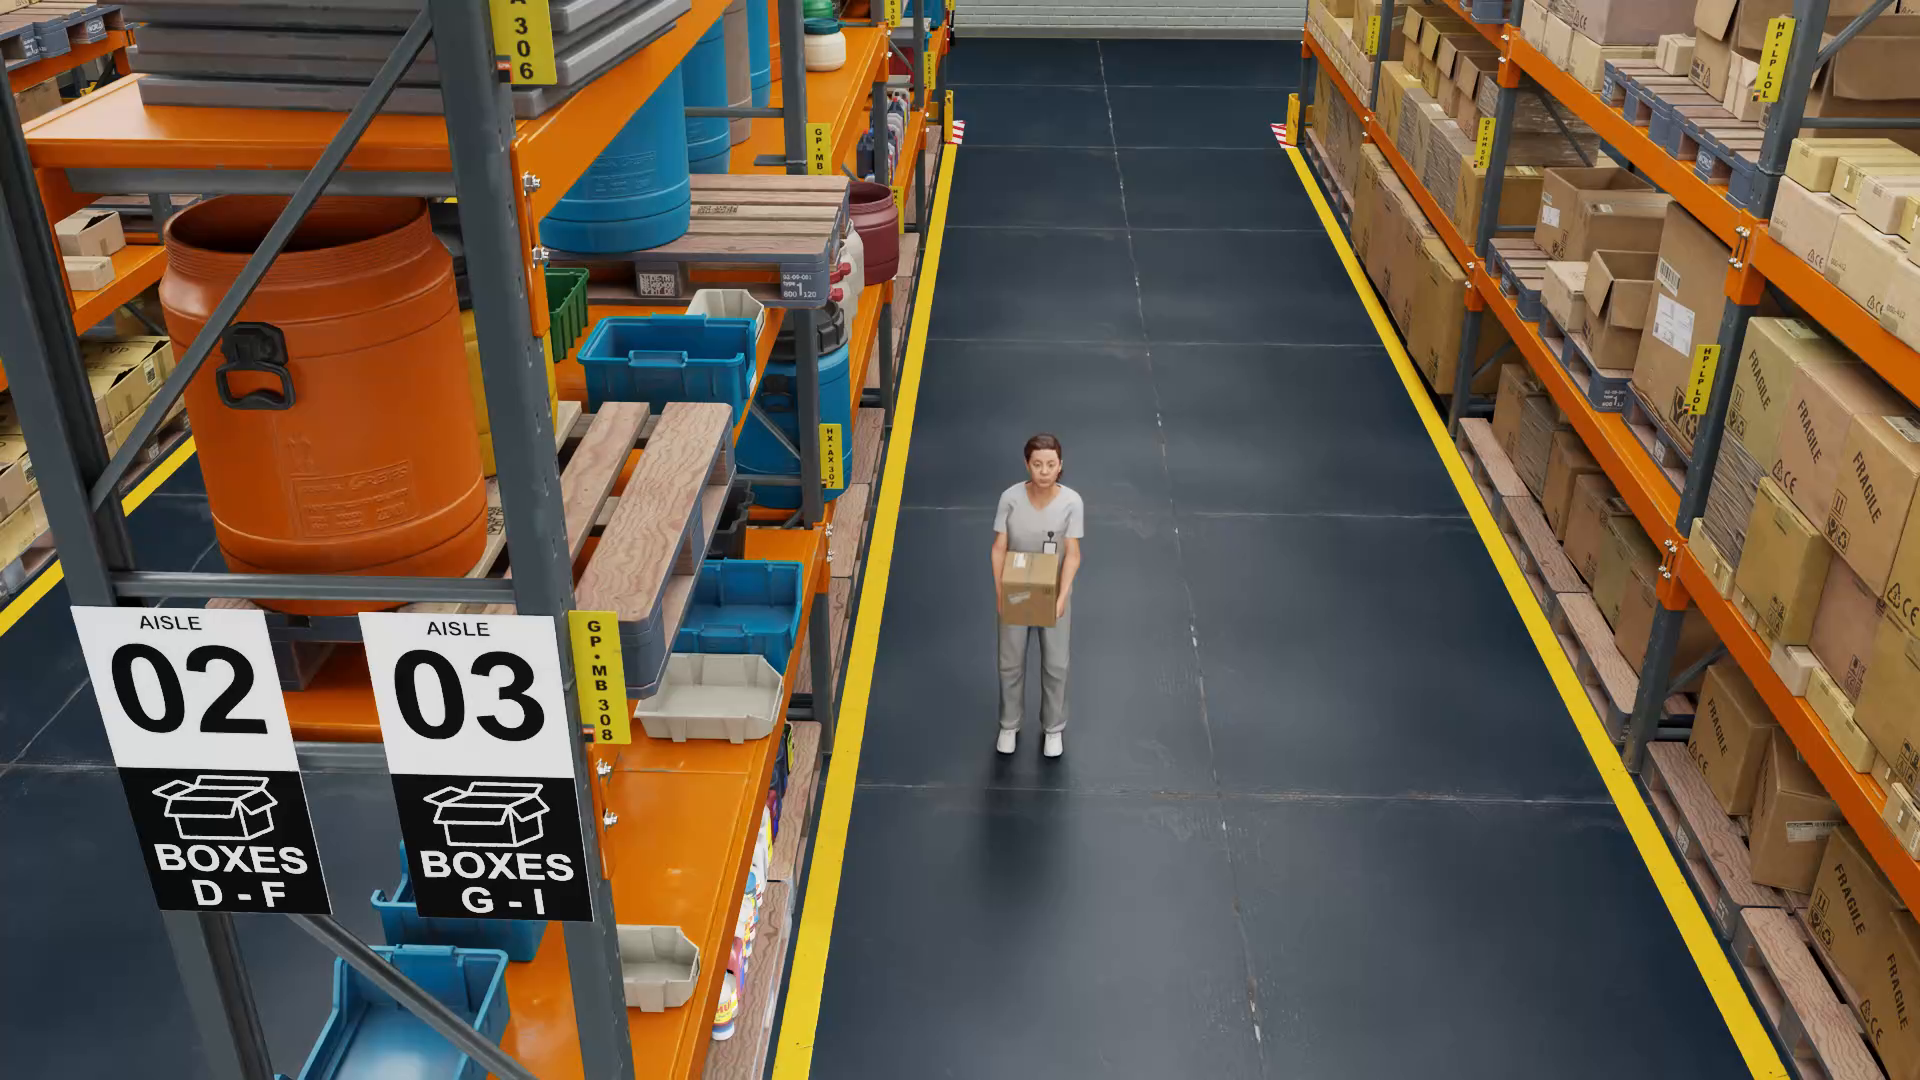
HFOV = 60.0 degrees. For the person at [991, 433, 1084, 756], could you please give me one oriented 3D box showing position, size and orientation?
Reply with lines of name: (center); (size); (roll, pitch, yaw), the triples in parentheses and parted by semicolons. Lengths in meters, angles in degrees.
person: (0.365, 0.305, 8.063); (0.438, 1.662, 0.559); (3, 28, 6)
